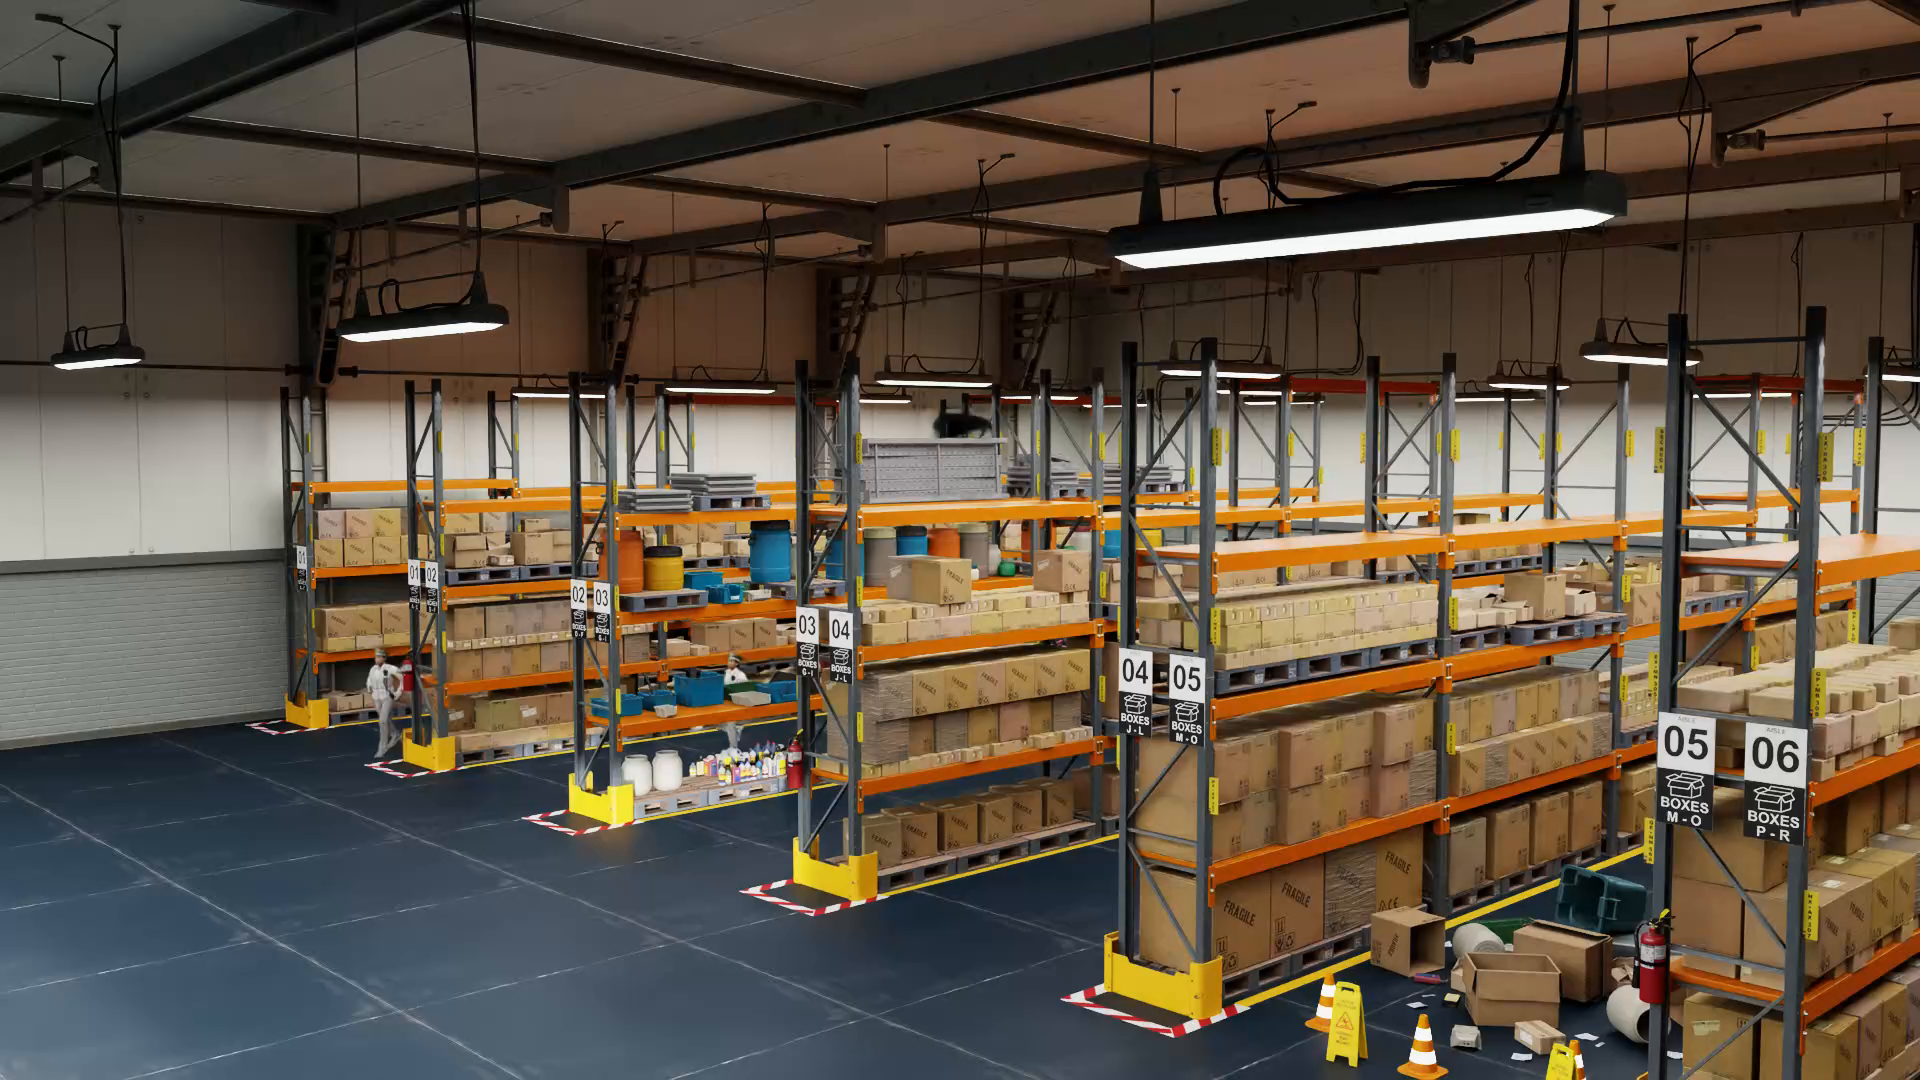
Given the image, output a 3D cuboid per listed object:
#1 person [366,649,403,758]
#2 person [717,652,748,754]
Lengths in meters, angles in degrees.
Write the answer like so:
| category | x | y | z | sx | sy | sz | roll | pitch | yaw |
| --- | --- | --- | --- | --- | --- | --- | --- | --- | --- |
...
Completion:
| category | x | y | z | sx | sy | sz | roll | pitch | yaw |
| --- | --- | --- | --- | --- | --- | --- | --- | --- | --- |
| person | -9.287 | 2.603 | 26.869 | 0.643 | 1.742 | 0.830 | 1 | 4 | 20 |
| person | -3.672 | 2.635 | 26.886 | 0.629 | 1.646 | 0.555 | 3 | 5 | 41 |
